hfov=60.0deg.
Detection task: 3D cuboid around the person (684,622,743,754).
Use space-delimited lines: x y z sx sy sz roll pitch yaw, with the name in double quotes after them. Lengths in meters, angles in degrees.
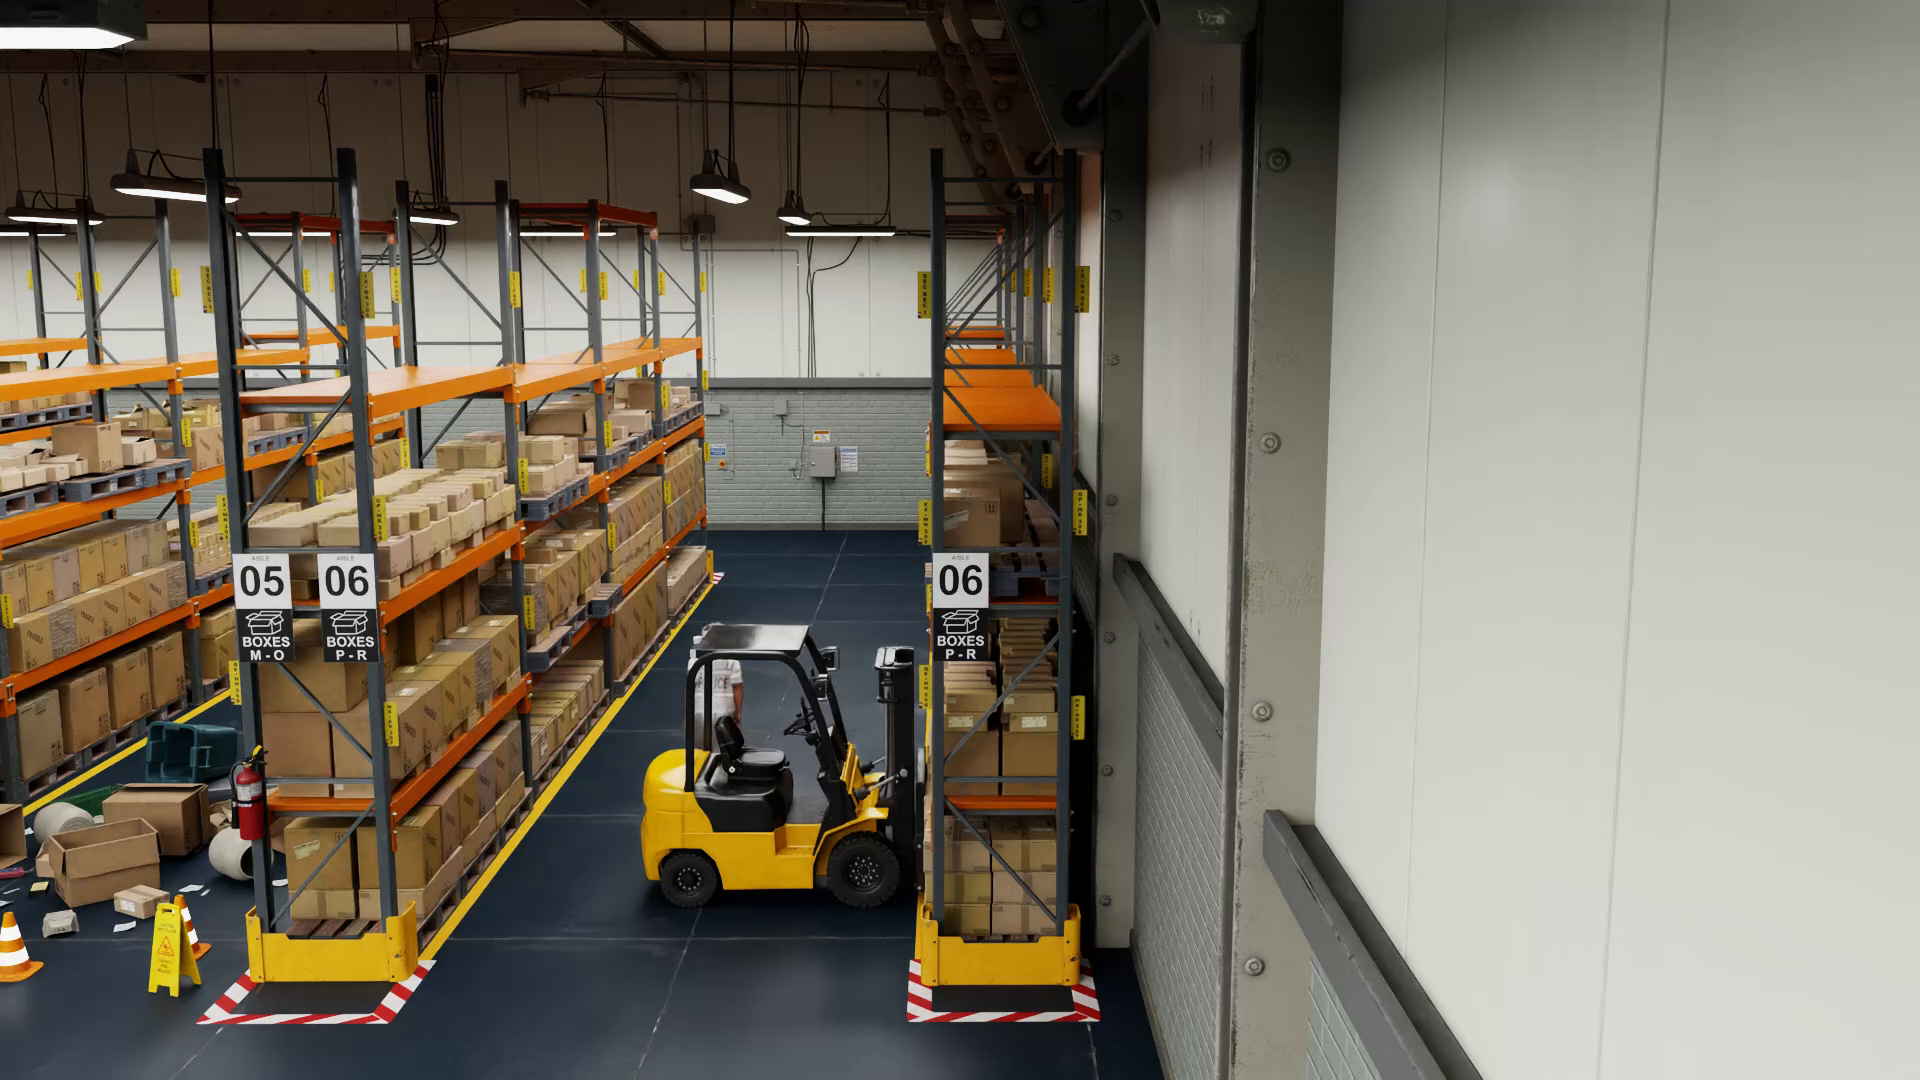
-2.417 1.737 16.332 0.577 1.820 0.600 -1 9 -6 "person"
